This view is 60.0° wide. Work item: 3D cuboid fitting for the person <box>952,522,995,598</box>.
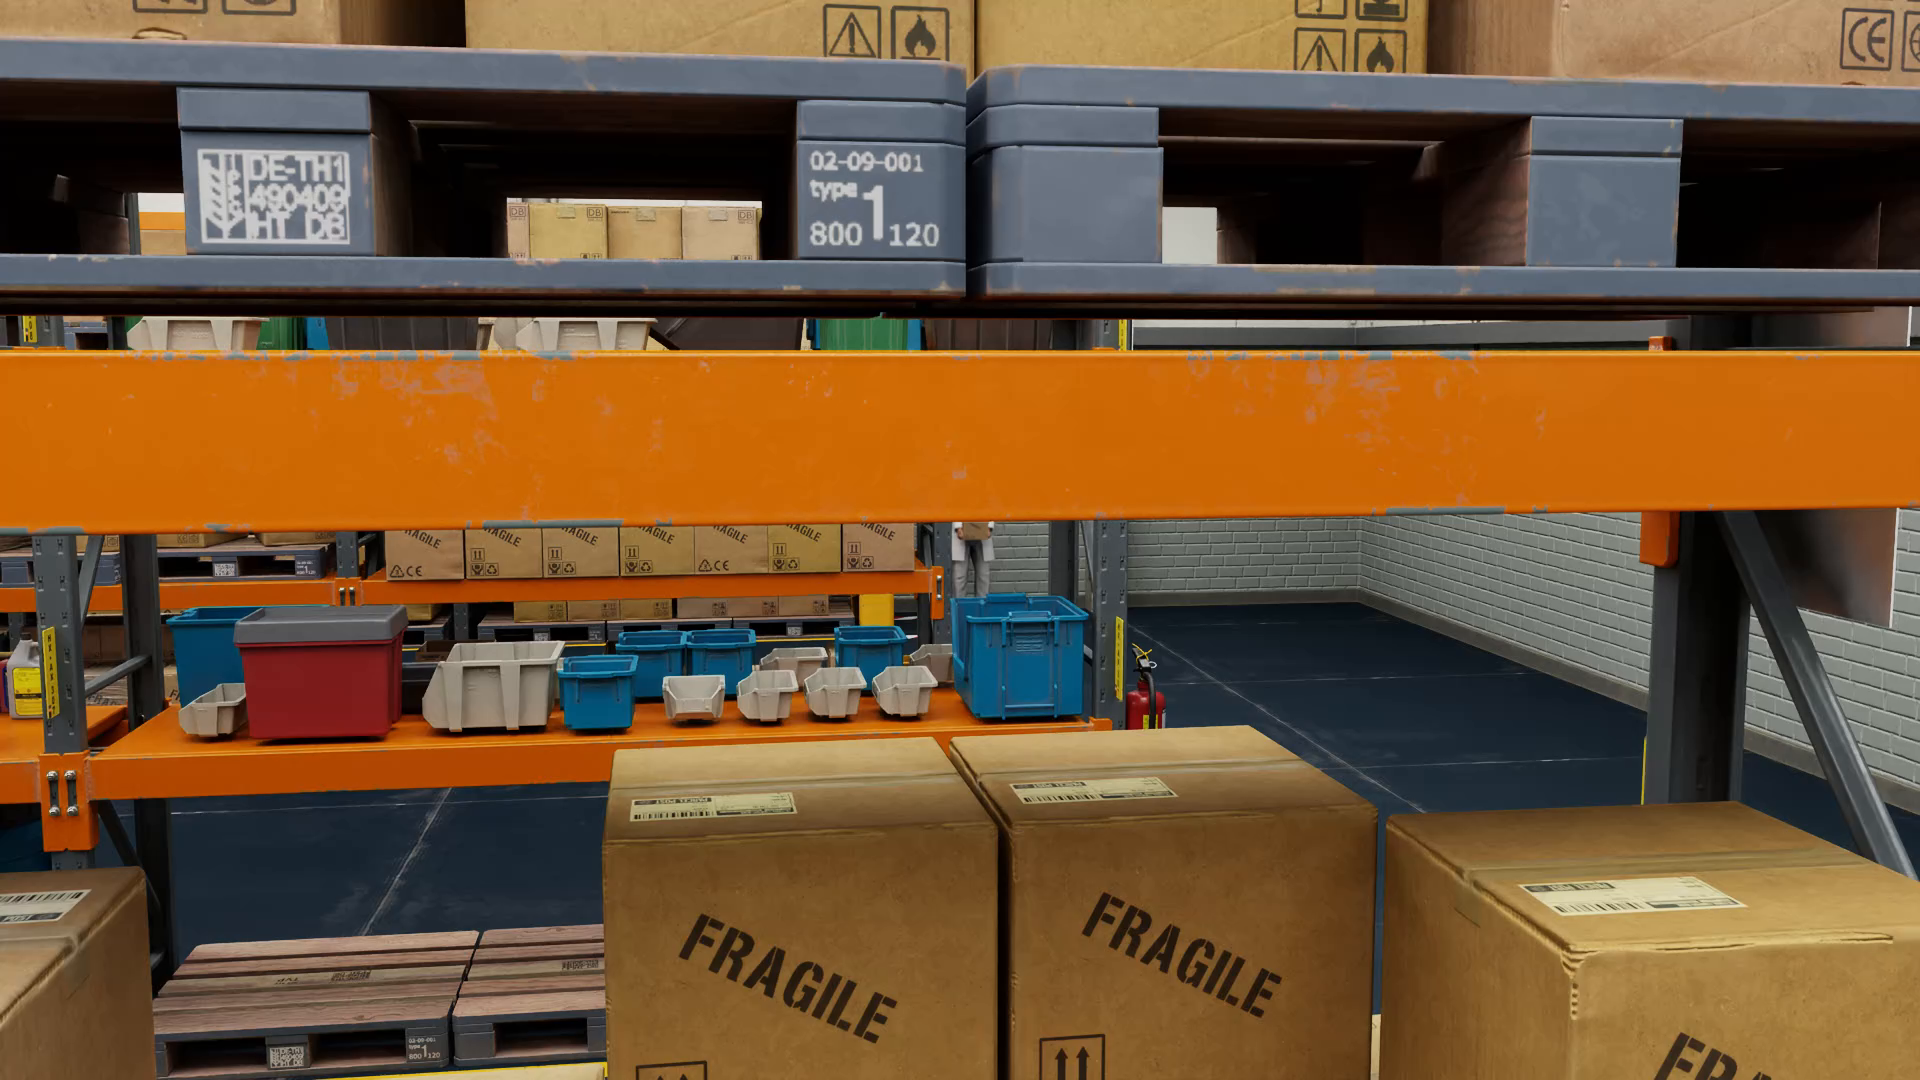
[{"bbox_3d":[0.128,0.010,17.212,0.529,1.772,0.553,-1,6,-8],"label":"person"}]
